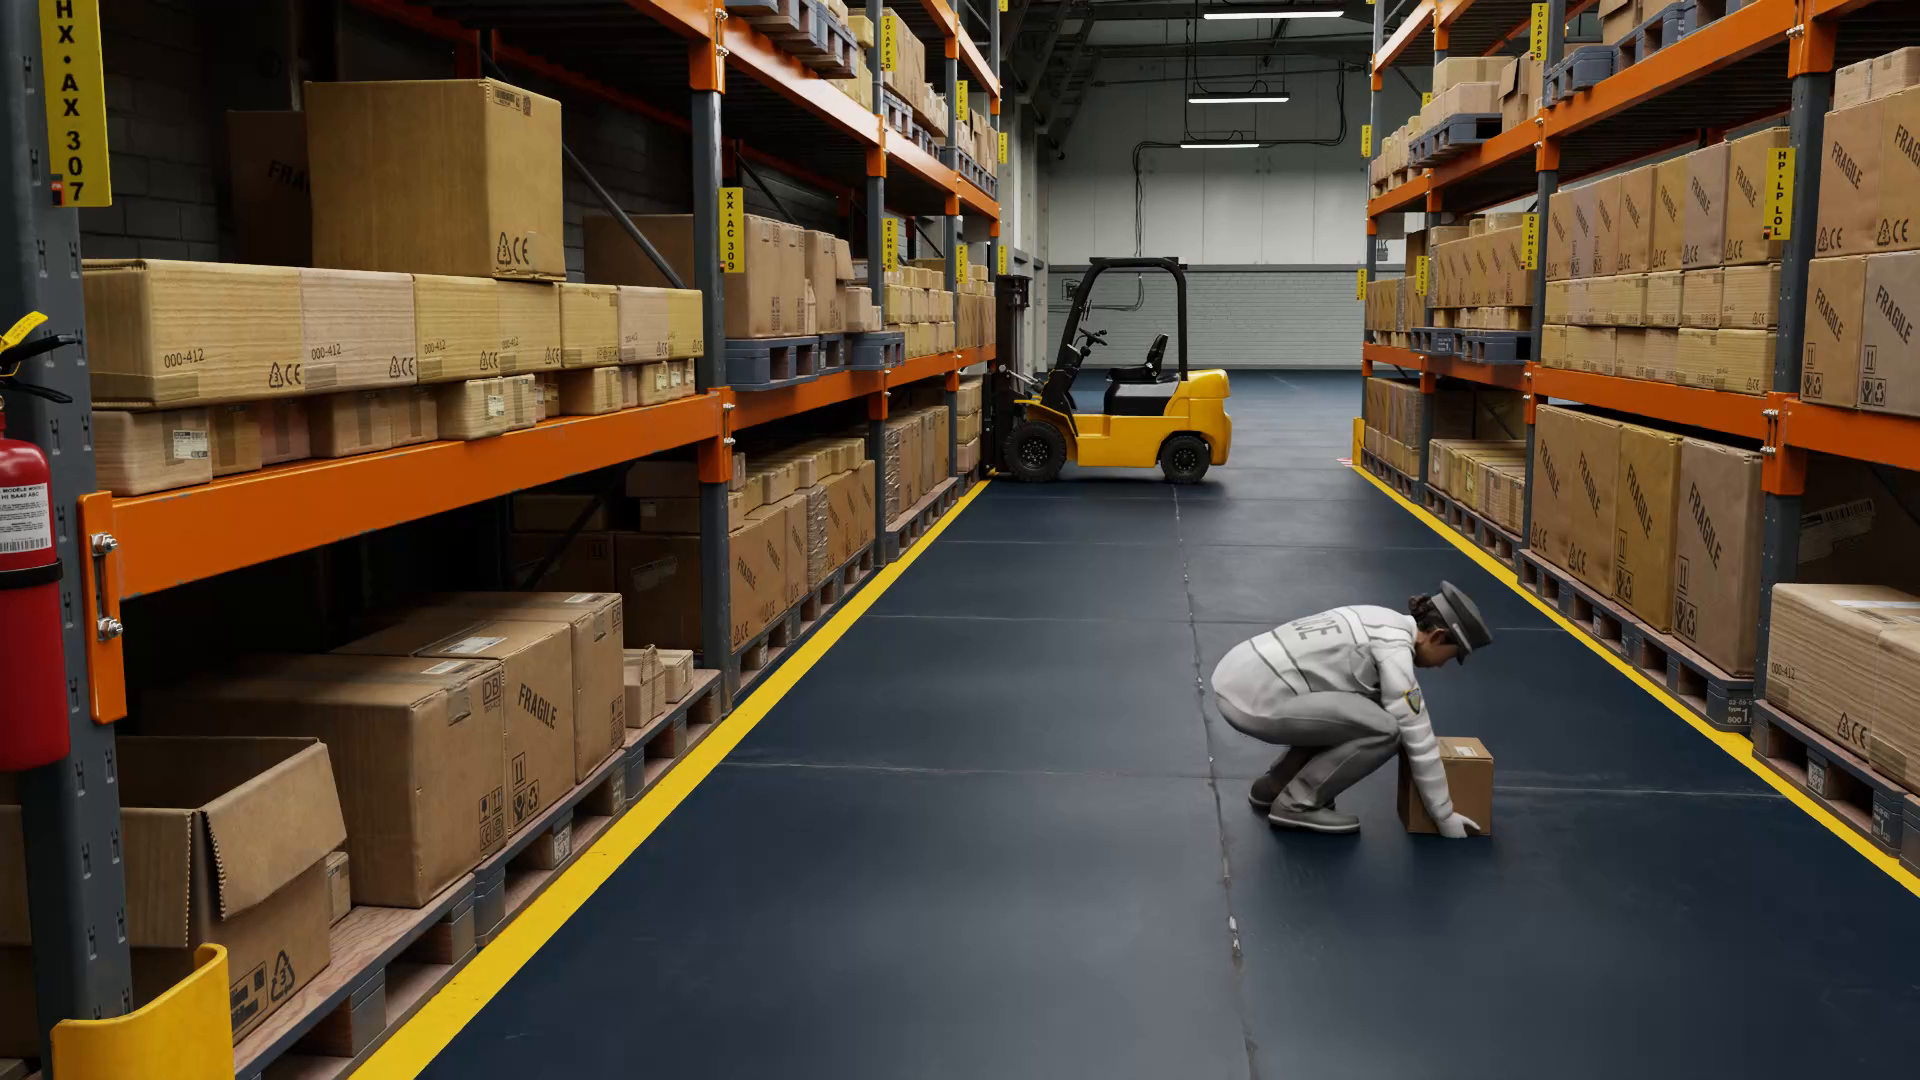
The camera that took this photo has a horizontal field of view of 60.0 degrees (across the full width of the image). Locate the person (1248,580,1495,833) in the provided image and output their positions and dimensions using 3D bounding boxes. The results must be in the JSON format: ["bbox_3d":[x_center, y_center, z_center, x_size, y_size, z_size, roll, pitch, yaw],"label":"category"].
[{"bbox_3d":[1.309,0.518,5.303,0.772,0.784,0.409,1,8,5],"label":"person"}]
